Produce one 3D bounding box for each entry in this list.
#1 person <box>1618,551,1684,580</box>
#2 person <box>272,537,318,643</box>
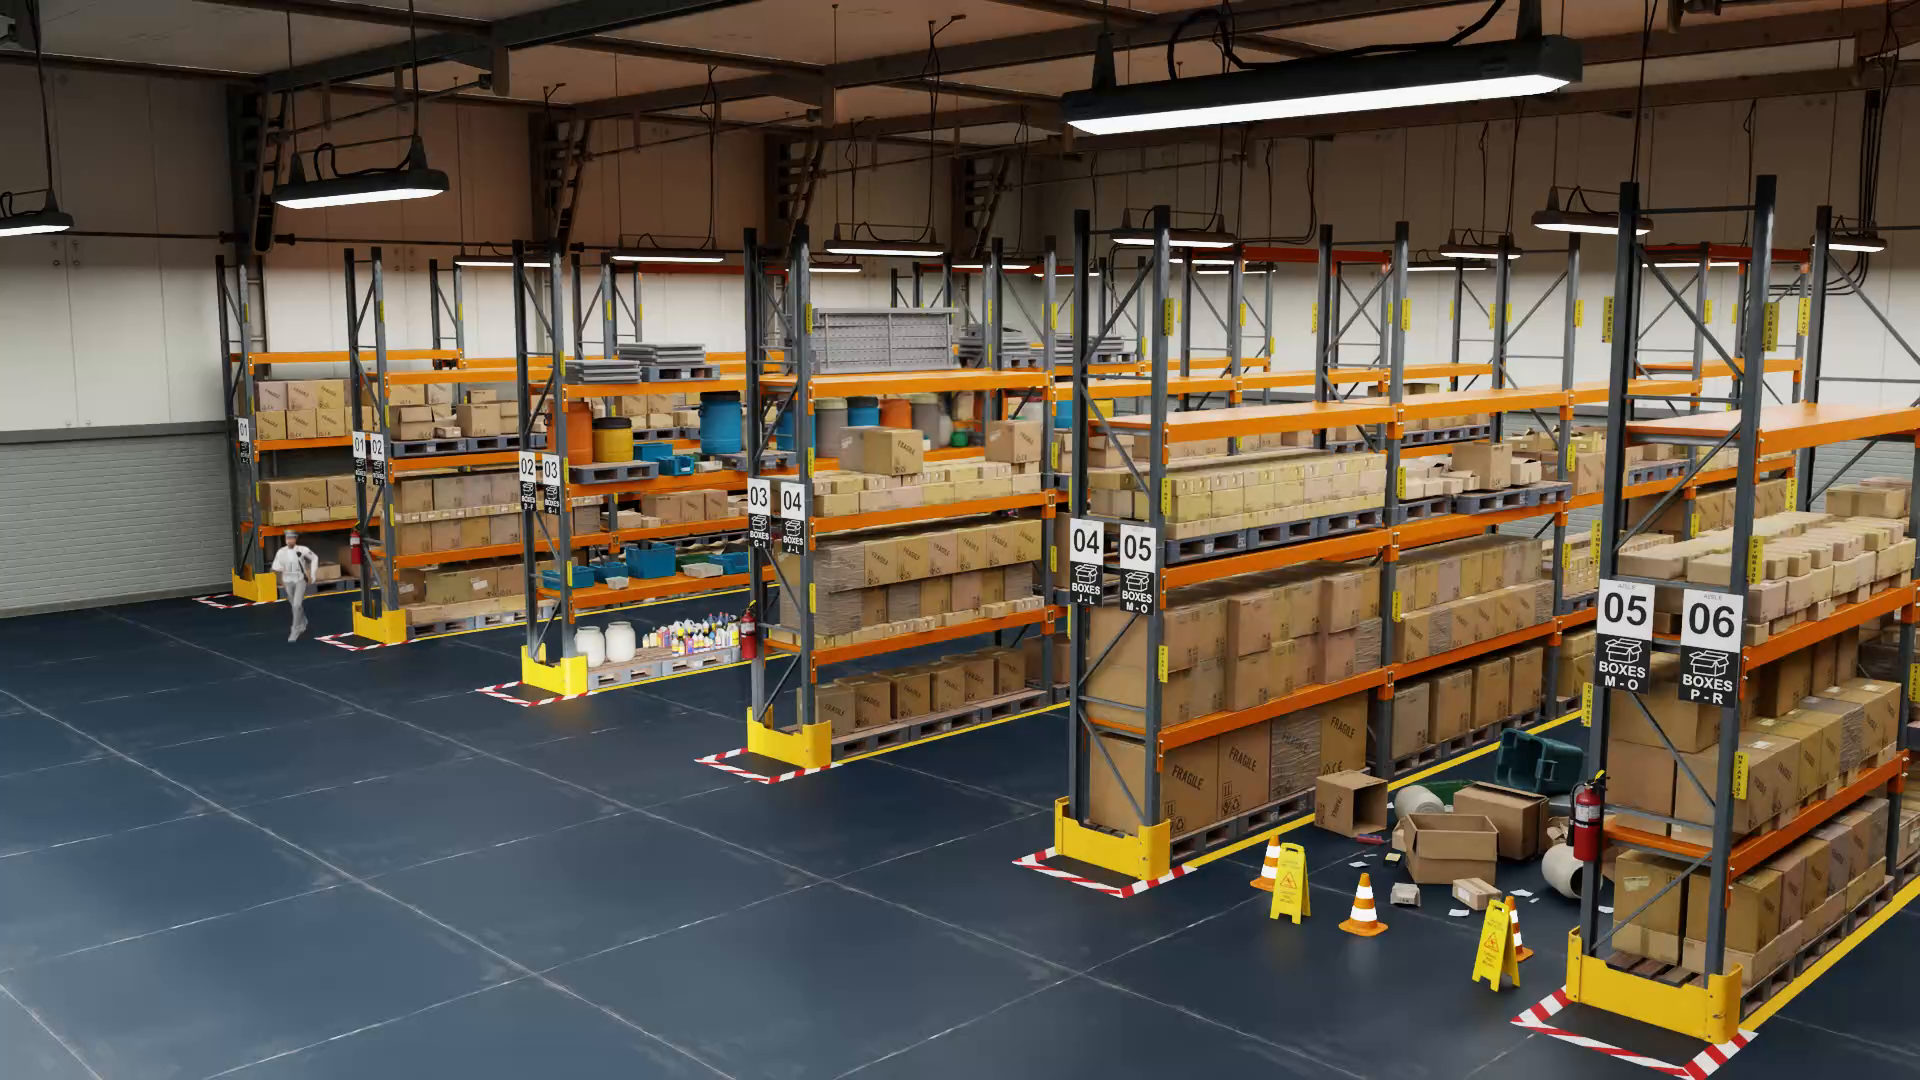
[{"bbox_3d":[8.456,1.462,14.263,3.103,3.285,7.662,7,11,40],"label":"person"},{"bbox_3d":[-10.290,0.687,25.754,0.589,1.684,0.883,0,8,0],"label":"person"}]
